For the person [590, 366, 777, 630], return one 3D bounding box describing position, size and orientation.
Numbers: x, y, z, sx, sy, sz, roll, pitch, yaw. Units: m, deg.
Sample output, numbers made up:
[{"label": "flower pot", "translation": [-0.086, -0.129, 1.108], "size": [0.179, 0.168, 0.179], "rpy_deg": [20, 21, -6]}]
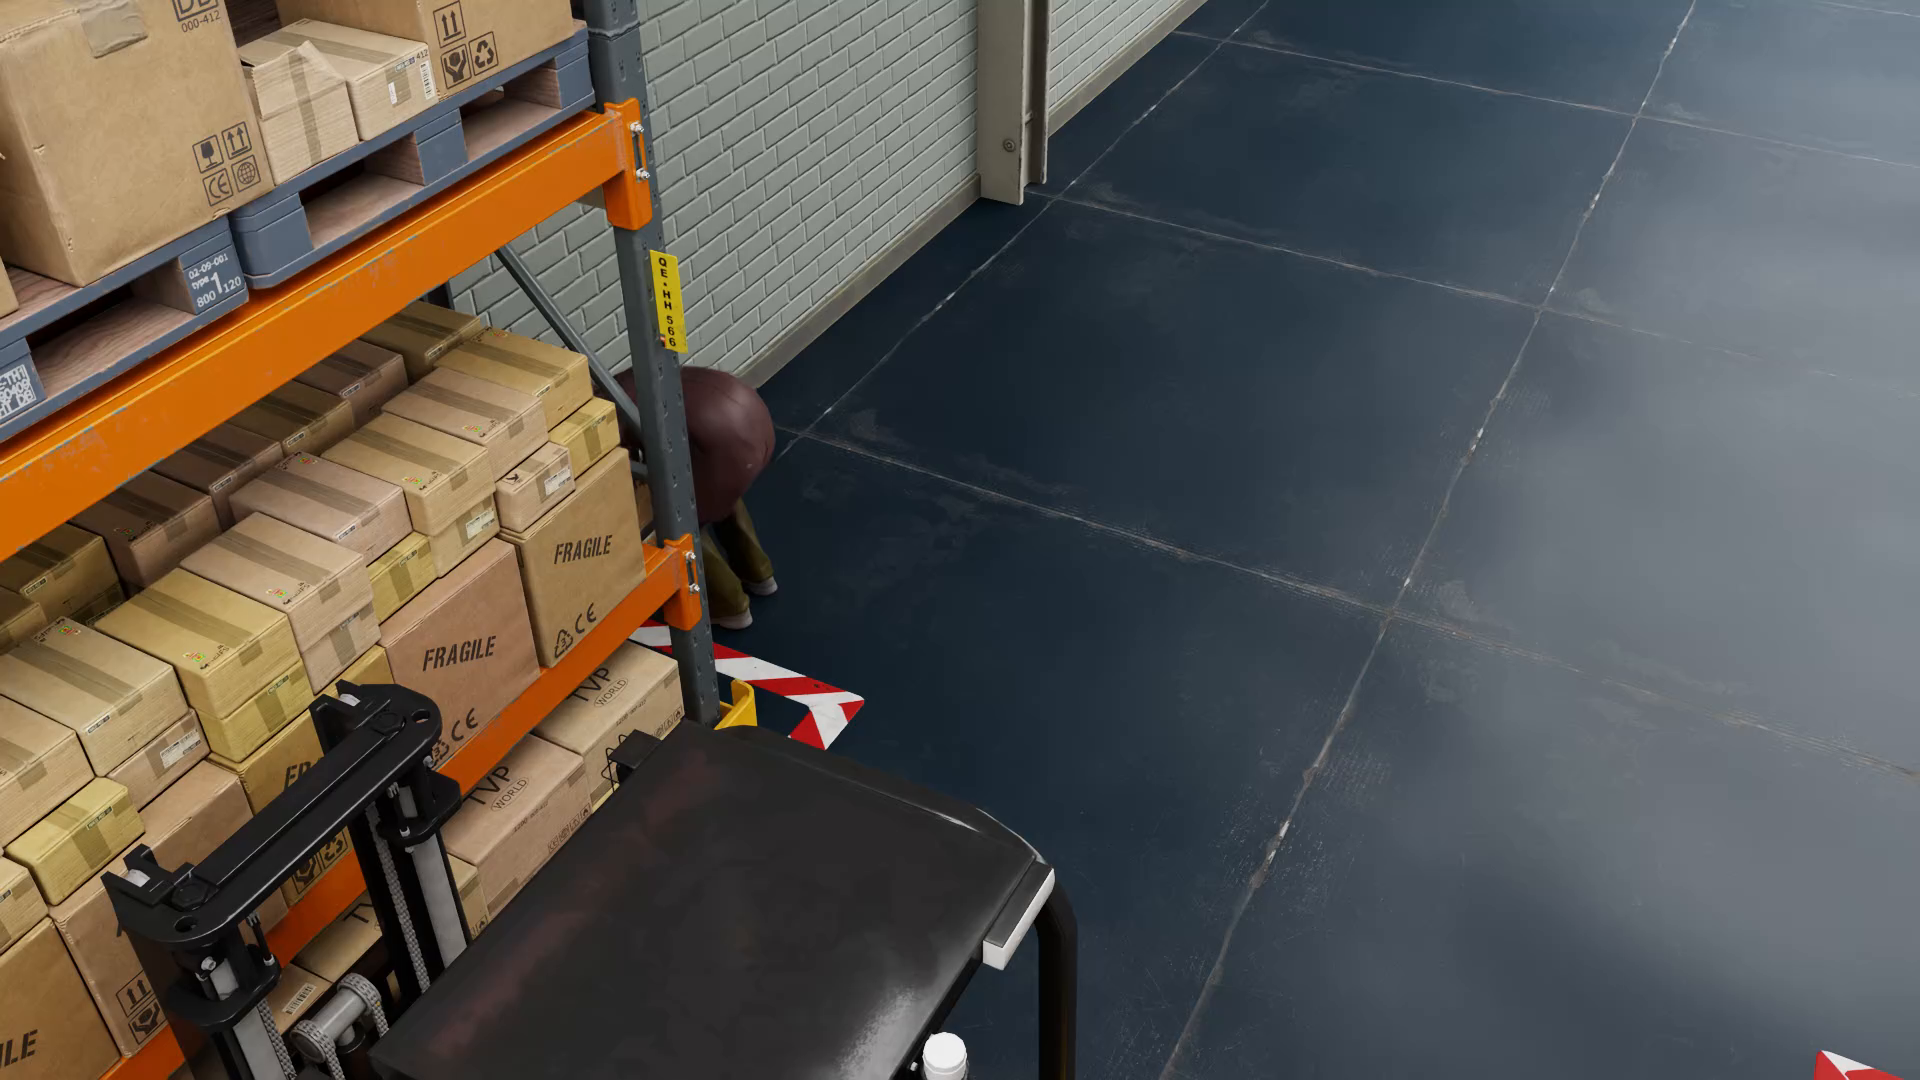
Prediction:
[{"label": "person", "translation": [-1.222, -0.218, 6.986], "size": [0.950, 1.123, 0.571], "rpy_deg": [11, 39, 14]}]
